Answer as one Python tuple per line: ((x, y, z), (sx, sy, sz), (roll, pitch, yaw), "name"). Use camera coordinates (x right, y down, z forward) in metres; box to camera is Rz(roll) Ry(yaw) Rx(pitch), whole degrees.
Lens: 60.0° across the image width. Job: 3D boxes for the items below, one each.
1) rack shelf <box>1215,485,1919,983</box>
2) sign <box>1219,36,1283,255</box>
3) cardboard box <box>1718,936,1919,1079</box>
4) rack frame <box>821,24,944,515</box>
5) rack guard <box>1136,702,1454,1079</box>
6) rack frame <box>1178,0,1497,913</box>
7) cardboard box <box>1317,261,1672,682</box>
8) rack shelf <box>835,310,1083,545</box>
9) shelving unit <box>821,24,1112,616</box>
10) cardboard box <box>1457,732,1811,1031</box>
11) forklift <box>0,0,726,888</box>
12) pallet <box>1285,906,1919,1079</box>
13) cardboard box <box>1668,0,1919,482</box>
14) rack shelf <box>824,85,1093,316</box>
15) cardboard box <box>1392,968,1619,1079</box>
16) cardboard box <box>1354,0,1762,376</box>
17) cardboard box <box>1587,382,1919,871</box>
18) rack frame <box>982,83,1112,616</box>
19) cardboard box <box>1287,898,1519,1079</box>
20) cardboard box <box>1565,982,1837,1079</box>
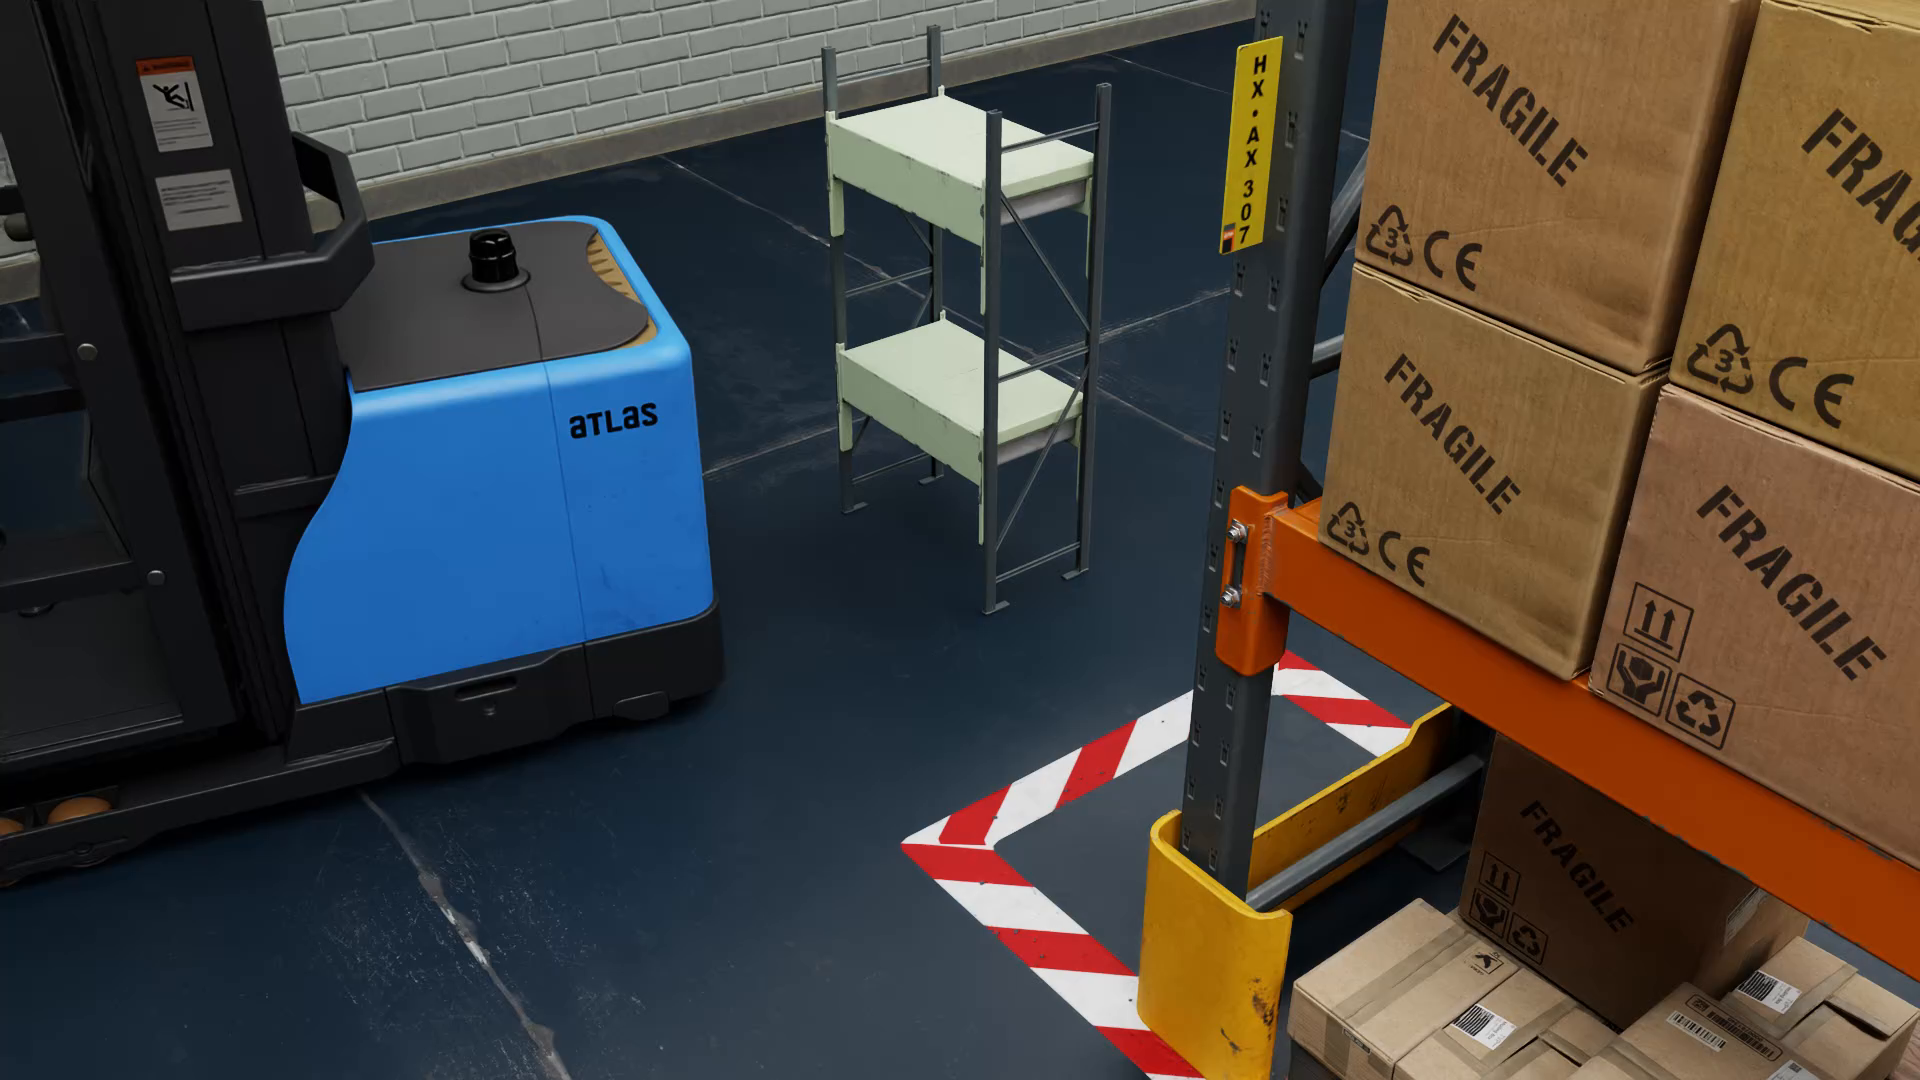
((2.104, 0.728, 1.916), (1.077, 0.370, 4.000), (-22, 38, -31), "rack shelf")
((0.449, -0.603, 2.557), (0.100, 0.325, 0.005), (-22, 38, -31), "sign")
((1.583, 0.951, 3.145), (0.380, 0.166, 0.250), (-22, 38, -31), "cardboard box")
((-0.220, -0.787, 5.095), (0.400, 1.500, 0.023), (-22, 38, -31), "rack frame")
((0.924, 0.683, 3.677), (1.175, 0.500, 0.348), (-22, 38, -31), "rack guard")
((0.878, -0.411, 3.068), (1.000, 3.000, 0.127), (-22, 38, -31), "rack frame")
((0.941, -0.183, 2.607), (0.500, 0.500, 0.500), (-21, 38, -30), "cardboard box")
((0.004, -0.357, 5.022), (0.431, 0.370, 0.720), (-22, 38, -31), "rack shelf")
((0.004, -0.634, 4.850), (0.431, 1.500, 0.755), (-22, 38, -31), "shelving unit")
((1.406, 0.611, 3.375), (0.500, 0.500, 0.500), (-22, 38, -31), "cardboard box")
((-2.206, -0.739, 3.662), (3.031, 2.935, 1.130), (-12, 34, -19), "forklift")
((1.414, 1.138, 3.219), (1.003, 0.211, 1.213), (-22, 38, -31), "pallet")
((1.268, -0.392, 1.996), (0.500, 0.500, 0.500), (-22, 38, -31), "cardboard box")
((0.004, -0.966, 4.644), (0.431, 0.370, 0.720), (-22, 38, -31), "rack shelf")
((1.016, 0.996, 3.072), (0.380, 0.166, 0.250), (-22, 38, -31), "cardboard box")
((0.941, -0.608, 2.343), (0.500, 0.500, 0.500), (-21, 38, -30), "cardboard box")
((1.262, 0.030, 2.263), (0.500, 0.500, 0.500), (-23, 38, -32), "cardboard box")
((0.229, -0.482, 4.604), (0.400, 1.500, 0.023), (-22, 38, -31), "rack frame")
((0.863, 0.899, 3.244), (0.380, 0.149, 0.250), (-22, 38, -31), "cardboard box")
((1.294, 1.097, 2.829), (0.500, 0.250, 0.500), (-22, 38, -31), "cardboard box")
